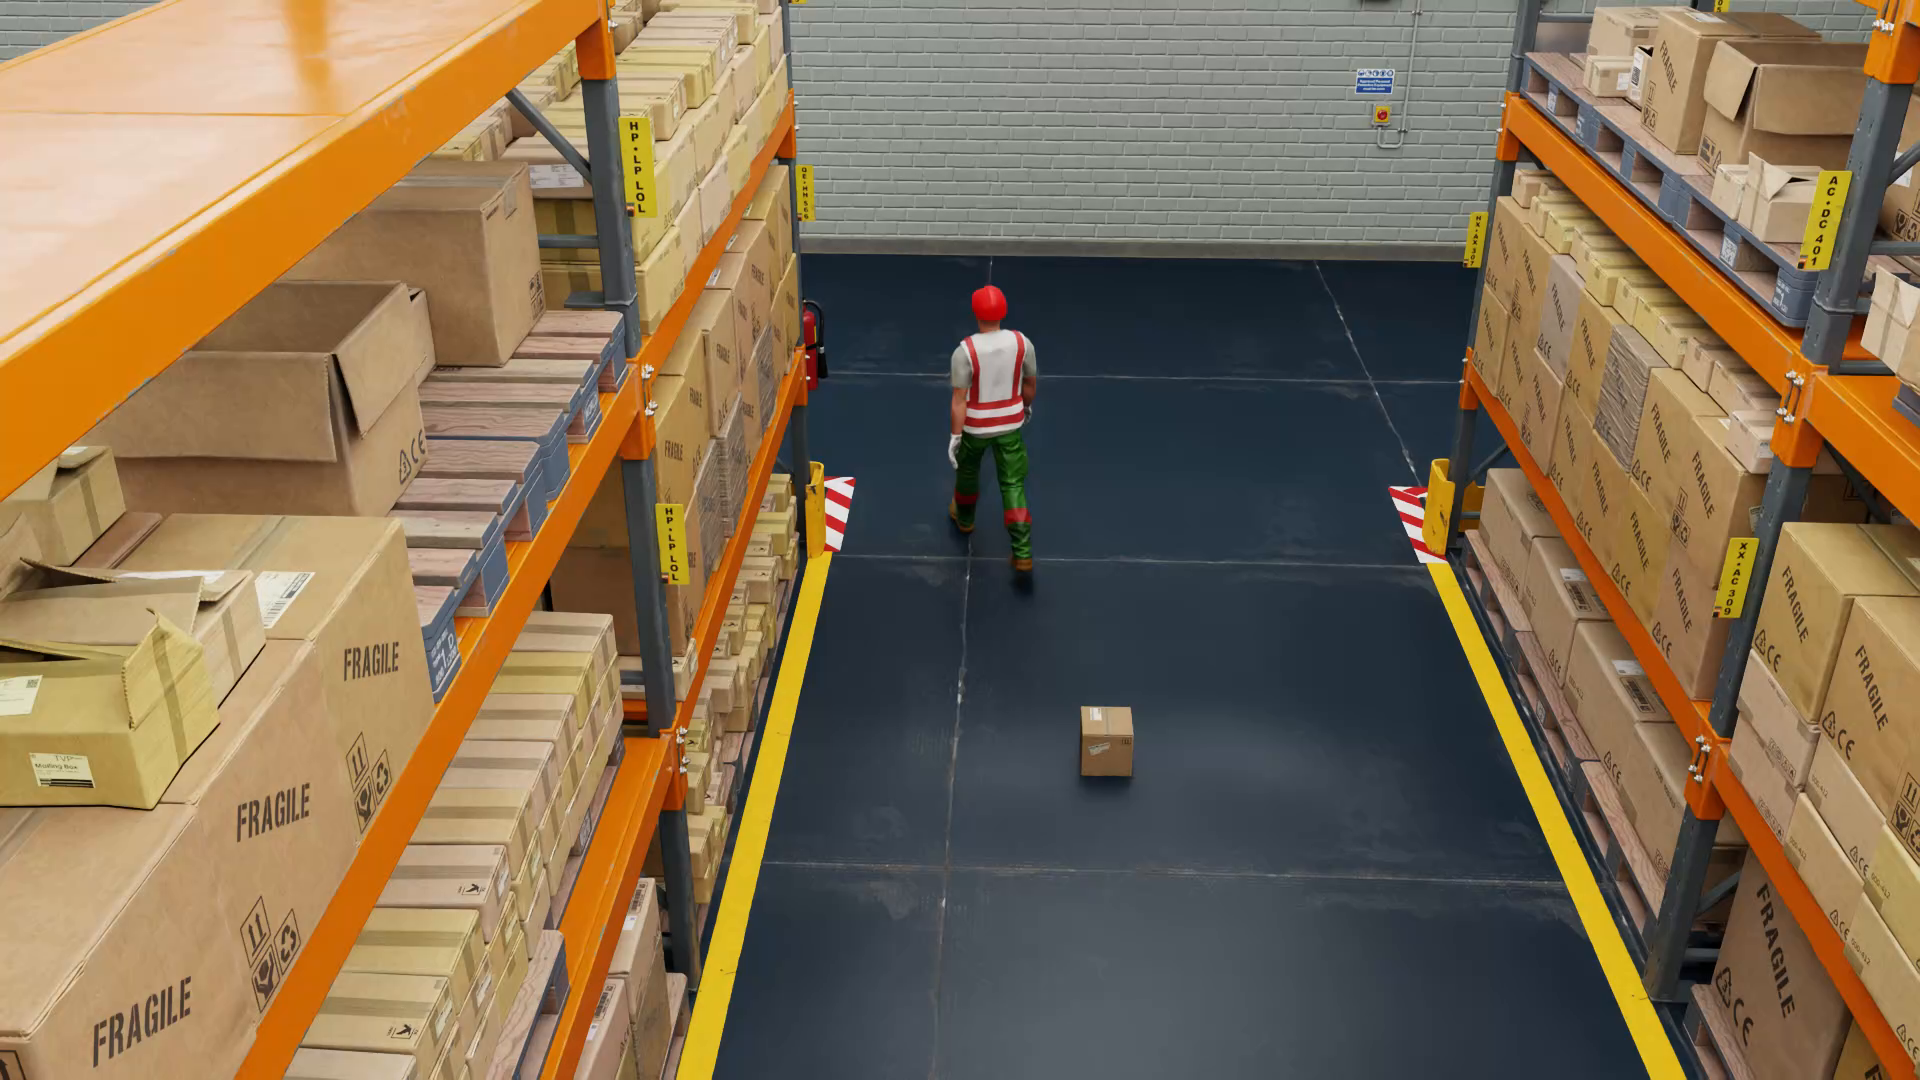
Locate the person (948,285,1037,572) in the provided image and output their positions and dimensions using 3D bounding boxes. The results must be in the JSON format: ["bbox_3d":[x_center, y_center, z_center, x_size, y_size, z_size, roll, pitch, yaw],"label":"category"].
[{"bbox_3d":[0.181,-0.711,9.962,0.594,1.743,1.085,-6,28,-11],"label":"person"}]
